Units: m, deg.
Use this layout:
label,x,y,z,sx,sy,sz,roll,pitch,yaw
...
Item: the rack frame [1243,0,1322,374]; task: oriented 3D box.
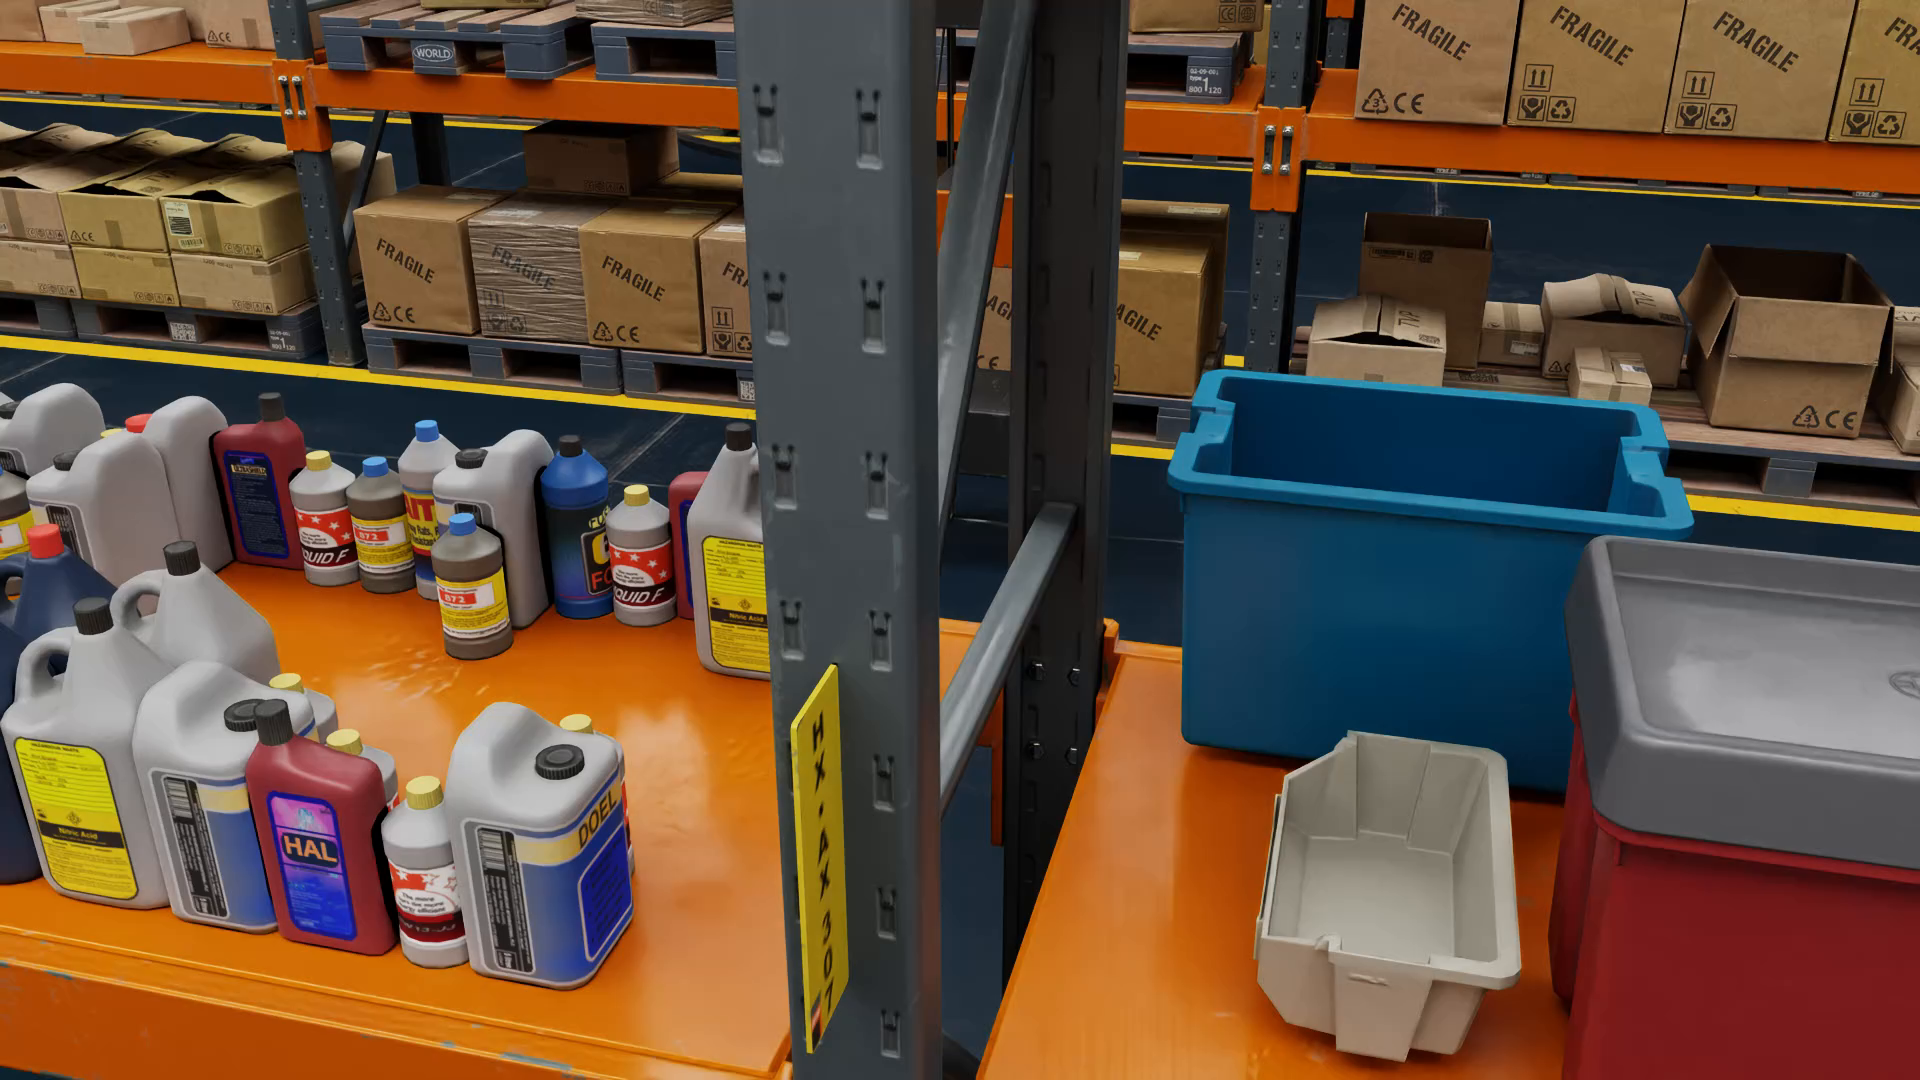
label,x,y,z,sx,sy,sz,roll,pitch,yaw
rack frame,1.262,-1.898,6.247,0.127,3.000,1.000,6,26,13

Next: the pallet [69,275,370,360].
label,x,y,z,sx,sy,sz,roll,pitch,yaw
pallet,-3.400,-1.172,7.965,1.213,0.211,1.003,6,26,13

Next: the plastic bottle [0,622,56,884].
label,x,y,z,sx,sy,sz,roll,pitch,yaw
plastic bottle,-1.126,0.204,1.889,0.185,0.351,0.144,6,26,13

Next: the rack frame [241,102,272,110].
label,x,y,z,sx,sy,sz,roll,pitch,yaw
rack frame,-5.256,-4.817,12.379,0.127,3.000,1.000,6,26,13

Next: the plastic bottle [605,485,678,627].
label,x,y,z,sx,sy,sz,roll,pitch,yaw
plastic bottle,-0.470,0.018,2.455,0.097,0.201,0.097,0,25,0

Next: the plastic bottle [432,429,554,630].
label,x,y,z,sx,sy,sz,roll,pitch,yaw
plastic bottle,-0.683,-0.028,2.463,0.135,0.276,0.152,6,26,13

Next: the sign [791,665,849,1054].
label,x,y,z,sx,sy,sz,roll,pitch,yaw
sign,-0.114,0.268,1.376,0.005,0.325,0.100,6,26,13

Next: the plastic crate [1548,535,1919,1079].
label,x,y,z,sx,sy,sz,roll,pitch,yaw
plastic crate,0.827,0.308,1.470,0.583,0.464,0.402,6,26,13

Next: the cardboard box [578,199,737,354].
label,x,y,z,sx,sy,sz,roll,pitch,yaw
cardboard box,-1.249,-1.119,7.007,0.500,0.500,0.500,6,26,12

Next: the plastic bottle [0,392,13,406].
label,x,y,z,sx,sy,sz,roll,pitch,yaw
plastic bottle,-1.556,-0.134,2.692,0.097,0.271,0.097,0,25,0

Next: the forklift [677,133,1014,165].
label,x,y,z,sx,sy,sz,roll,pitch,yaw
forklift,-0.610,-3.396,9.473,3.031,2.935,1.130,22,33,38

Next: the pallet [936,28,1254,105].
label,x,y,z,sx,sy,sz,roll,pitch,yaw
pallet,0.515,-1.942,6.564,1.213,0.211,1.003,6,26,13

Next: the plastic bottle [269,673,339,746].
label,x,y,z,sx,sy,sz,roll,pitch,yaw
plastic bottle,-0.778,0.253,1.961,0.097,0.201,0.097,0,25,0

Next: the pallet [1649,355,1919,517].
label,x,y,z,sx,sy,sz,roll,pitch,yaw
pallet,3.112,-0.435,6.419,1.213,0.211,1.003,6,26,13

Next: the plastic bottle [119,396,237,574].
label,x,y,z,sx,sy,sz,roll,pitch,yaw
plastic bottle,-1.226,-0.088,2.589,0.135,0.276,0.152,6,26,13

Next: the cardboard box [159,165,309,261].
label,x,y,z,sx,sy,sz,roll,pitch,yaw
cardboard box,-3.181,-1.481,7.429,0.500,0.311,0.500,7,26,14

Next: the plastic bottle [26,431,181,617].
label,x,y,z,sx,sy,sz,roll,pitch,yaw
plastic bottle,-1.263,-0.024,2.456,0.135,0.276,0.152,6,26,13

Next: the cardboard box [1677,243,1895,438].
label,x,y,z,sx,sy,sz,roll,pitch,yaw
cardboard box,3.083,-0.771,6.271,0.637,0.503,0.797,6,26,13

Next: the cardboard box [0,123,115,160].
label,x,y,z,sx,sy,sz,roll,pitch,yaw
cardboard box,-4.548,-1.869,8.244,0.500,0.311,0.500,6,26,12

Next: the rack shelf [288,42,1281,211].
label,x,y,z,sx,sy,sz,roll,pitch,yaw
rack shelf,-0.675,-1.787,6.852,4.000,0.370,1.077,6,26,13

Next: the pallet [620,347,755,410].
label,x,y,z,sx,sy,sz,roll,pitch,yaw
pallet,-0.721,-0.840,7.269,1.213,0.211,1.003,6,26,13

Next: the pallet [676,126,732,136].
label,x,y,z,sx,sy,sz,roll,pitch,yaw
pallet,-2.138,-3.214,12.256,1.213,0.211,1.003,6,26,13

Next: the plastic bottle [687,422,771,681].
label,x,y,z,sx,sy,sz,roll,pitch,yaw
plastic bottle,-0.275,0.009,2.299,0.185,0.351,0.144,6,26,13

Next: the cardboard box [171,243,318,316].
label,x,y,z,sx,sy,sz,roll,pitch,yaw
cardboard box,-3.182,-1.229,7.552,0.500,0.250,0.500,7,26,14

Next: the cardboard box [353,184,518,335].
label,x,y,z,sx,sy,sz,roll,pitch,yaw
cardboard box,-2.242,-1.229,7.237,0.500,0.500,0.500,7,26,15

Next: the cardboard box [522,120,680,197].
label,x,y,z,sx,sy,sz,roll,pitch,yaw
cardboard box,-1.592,-1.728,7.414,0.500,0.250,0.500,7,26,15

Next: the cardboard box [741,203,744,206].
label,x,y,z,sx,sy,sz,roll,pitch,yaw
cardboard box,-0.637,-1.285,7.355,0.500,0.500,0.500,5,26,11

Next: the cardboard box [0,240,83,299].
label,x,y,z,sx,sy,sz,roll,pitch,yaw
cardboard box,-4.169,-1.338,7.781,0.500,0.250,0.500,7,26,14

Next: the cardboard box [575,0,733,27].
label,x,y,z,sx,sy,sz,roll,pitch,yaw
cardboard box,-1.136,-2.363,6.619,0.500,0.500,0.700,11,28,23

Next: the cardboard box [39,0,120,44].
label,x,y,z,sx,sy,sz,roll,pitch,yaw
cardboard box,-3.861,-2.326,7.438,0.250,0.149,0.380,8,27,17

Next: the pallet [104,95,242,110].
label,x,y,z,sx,sy,sz,roll,pitch,yaw
pallet,-5.915,-3.615,13.098,1.213,0.211,1.003,6,26,13

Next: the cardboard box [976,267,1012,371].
label,x,y,z,sx,sy,sz,roll,pitch,yaw
cardboard box,0.236,-0.958,6.669,0.500,0.500,0.500,6,26,13

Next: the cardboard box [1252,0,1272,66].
label,x,y,z,sx,sy,sz,roll,pitch,yaw
cardboard box,1.830,-3.195,10.984,0.750,0.750,0.750,7,26,14

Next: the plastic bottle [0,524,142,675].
label,x,y,z,sx,sy,sz,roll,pitch,yaw
plastic bottle,-1.090,0.144,2.015,0.185,0.351,0.144,6,26,13

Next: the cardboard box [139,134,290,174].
label,x,y,z,sx,sy,sz,roll,pitch,yaw
cardboard box,-3.557,-1.759,8.012,0.500,0.311,0.500,6,26,12

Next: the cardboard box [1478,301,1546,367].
label,x,y,z,sx,sy,sz,roll,pitch,yaw
cardboard box,2.262,-0.851,6.854,0.250,0.149,0.380,6,26,13

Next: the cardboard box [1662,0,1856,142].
label,x,y,z,sx,sy,sz,roll,pitch,yaw
cardboard box,2.668,-1.667,5.646,0.500,0.500,0.500,6,26,13

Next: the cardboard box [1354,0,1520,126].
label,x,y,z,sx,sy,sz,roll,pitch,yaw
cardboard box,1.688,-1.775,5.873,0.500,0.500,0.500,7,26,14

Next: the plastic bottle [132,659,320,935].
label,x,y,z,sx,sy,sz,roll,pitch,yaw
plastic bottle,-0.791,0.273,1.831,0.135,0.276,0.152,6,26,13

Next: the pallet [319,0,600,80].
label,x,y,z,sx,sy,sz,roll,pitch,yaw
pallet,-1.938,-2.196,7.097,1.003,0.211,1.213,6,26,13

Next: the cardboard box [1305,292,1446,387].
label,x,y,z,sx,sy,sz,roll,pitch,yaw
cardboard box,1.615,-0.748,6.447,0.500,0.311,0.500,6,26,13

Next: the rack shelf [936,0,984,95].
label,x,y,z,sx,sy,sz,roll,pitch,yaw
rack shelf,0.160,-1.550,4.966,0.480,0.518,0.431,6,26,13

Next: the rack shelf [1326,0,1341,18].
label,x,y,z,sx,sy,sz,roll,pitch,yaw
rack shelf,0.555,-3.850,11.184,4.000,0.370,1.077,6,26,13

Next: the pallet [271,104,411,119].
label,x,y,z,sx,sy,sz,roll,pitch,yaw
pallet,-4.501,-3.475,12.804,1.213,0.211,1.003,6,26,13

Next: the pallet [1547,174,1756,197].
label,x,y,z,sx,sy,sz,roll,pitch,yaw
pallet,4.394,-2.458,10.667,1.213,0.211,1.003,6,26,13

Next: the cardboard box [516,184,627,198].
label,x,y,z,sx,sy,sz,roll,pitch,yaw
cardboard box,-1.648,-1.394,7.584,0.500,0.500,0.500,7,26,15

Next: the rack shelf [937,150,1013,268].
label,x,y,z,sx,sy,sz,roll,pitch,yaw
rack shelf,0.160,-0.918,5.267,0.480,0.518,0.431,6,26,13

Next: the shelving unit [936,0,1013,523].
label,x,y,z,sx,sy,sz,roll,pitch,yaw
shelving unit,0.160,-0.930,5.261,0.503,2.100,0.431,6,26,13

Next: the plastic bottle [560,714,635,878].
label,x,y,z,sx,sy,sz,roll,pitch,yaw
plastic bottle,-0.425,0.292,1.879,0.097,0.201,0.097,0,25,0

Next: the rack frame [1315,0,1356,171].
label,x,y,z,sx,sy,sz,roll,pitch,yaw
rack frame,2.492,-3.961,10.580,0.127,3.000,1.000,6,26,13

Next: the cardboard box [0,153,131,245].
label,x,y,z,sx,sy,sz,roll,pitch,yaw
cardboard box,-4.174,-1.589,7.656,0.500,0.311,0.500,6,26,13

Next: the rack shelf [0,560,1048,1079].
label,x,y,z,sx,sy,sz,roll,pitch,yaw
rack shelf,-1.912,0.274,2.521,4.000,0.370,1.077,6,26,13

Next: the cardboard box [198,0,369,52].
label,x,y,z,sx,sy,sz,roll,pitch,yaw
cardboard box,-2.953,-2.343,7.286,0.500,0.311,0.500,8,27,16

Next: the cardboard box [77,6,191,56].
label,x,y,z,sx,sy,sz,roll,pitch,yaw
cardboard box,-3.552,-2.194,7.161,0.250,0.149,0.380,6,26,13

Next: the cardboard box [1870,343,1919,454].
label,x,y,z,sx,sy,sz,roll,pitch,yaw
cardboard box,3.635,-0.497,5.991,0.500,0.250,0.500,6,26,13

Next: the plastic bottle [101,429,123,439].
label,x,y,z,sx,sy,sz,roll,pitch,yaw
plastic bottle,-1.331,-0.078,2.655,0.097,0.201,0.097,0,25,0

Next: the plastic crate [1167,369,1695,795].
label,x,y,z,sx,sy,sz,roll,pitch,yaw
plastic crate,0.562,0.052,2.100,0.575,0.384,0.392,6,26,13

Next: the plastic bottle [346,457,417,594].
label,x,y,z,sx,sy,sz,roll,pitch,yaw
plastic bottle,-0.883,-0.028,2.551,0.097,0.201,0.097,0,25,0

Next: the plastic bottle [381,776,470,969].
label,x,y,z,sx,sy,sz,roll,pitch,yaw
plastic bottle,-0.557,0.345,1.767,0.097,0.201,0.097,0,25,0
